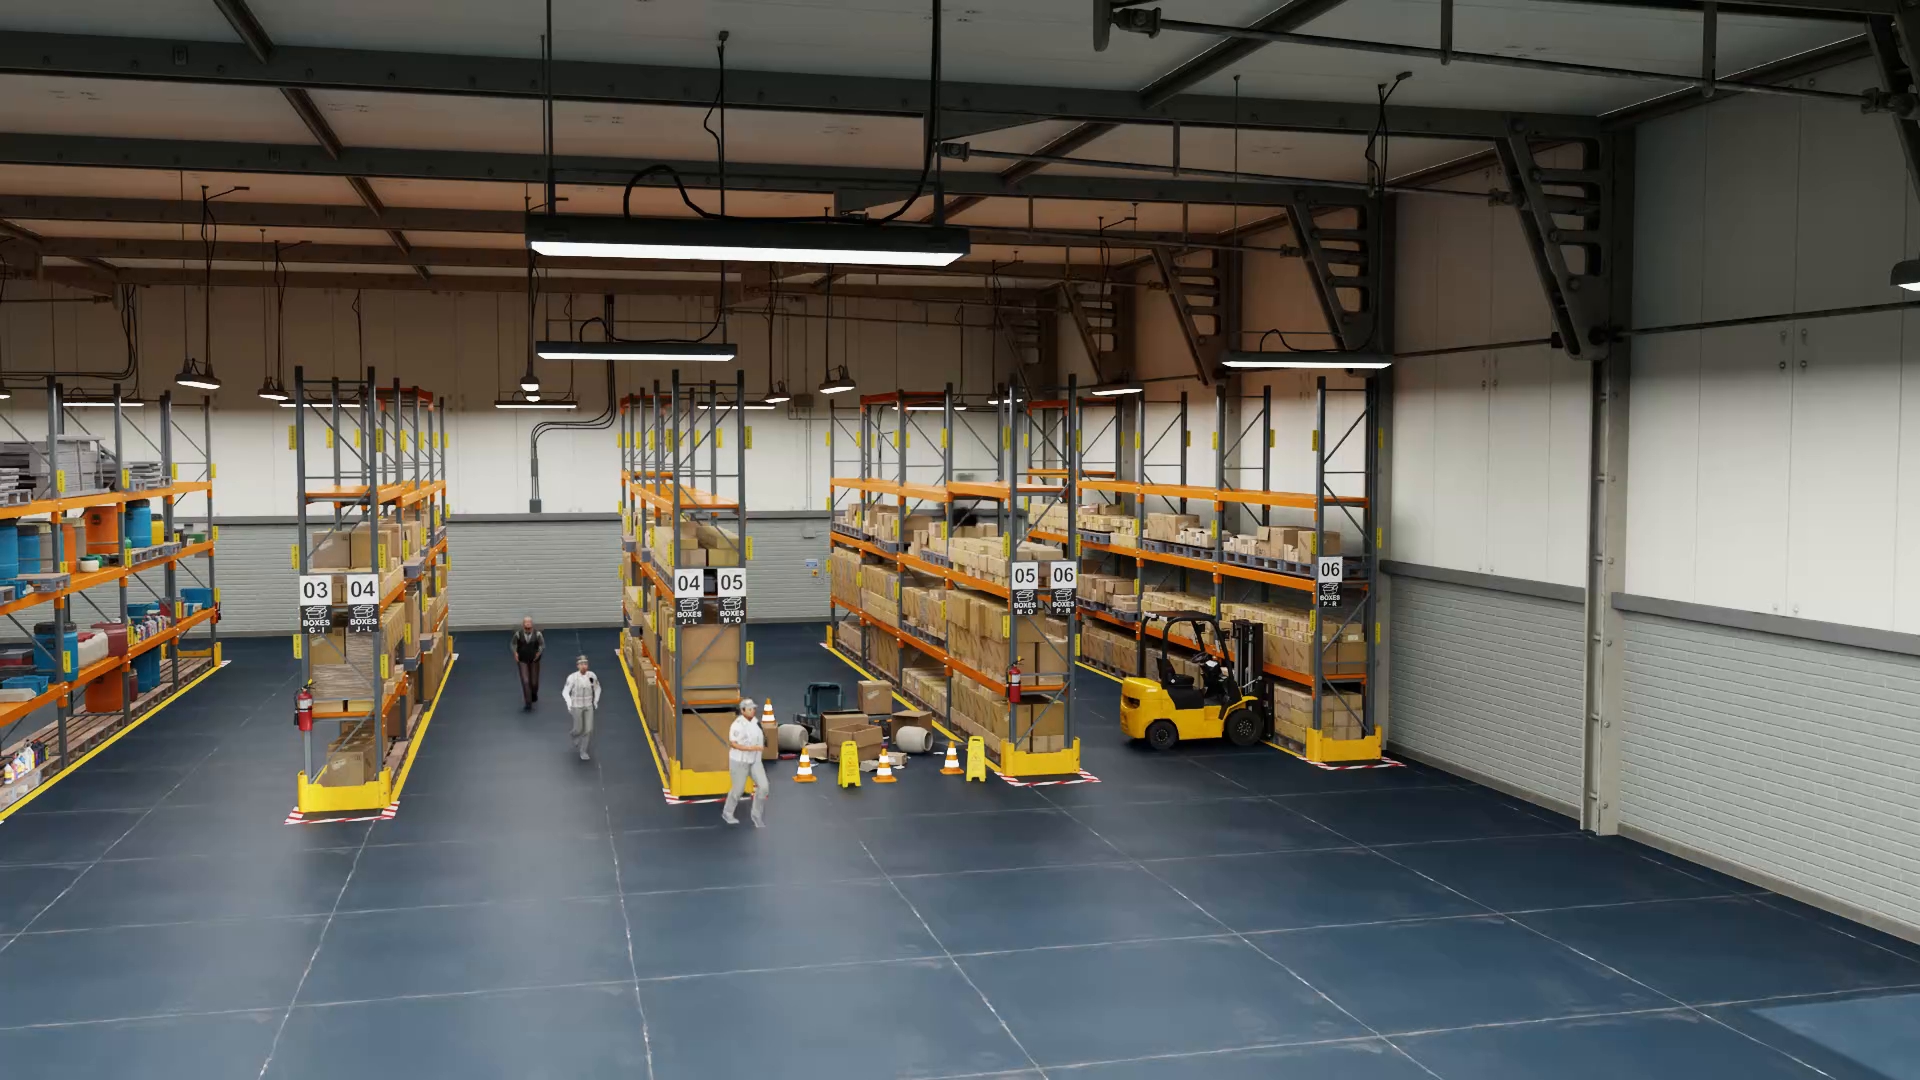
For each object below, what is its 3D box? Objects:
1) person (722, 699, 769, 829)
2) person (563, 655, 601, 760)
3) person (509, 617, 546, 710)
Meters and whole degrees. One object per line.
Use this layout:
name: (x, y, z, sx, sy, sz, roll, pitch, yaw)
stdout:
person: (-2.749, 2.914, 21.496, 0.715, 1.747, 0.612, 3, 4, 38)
person: (-5.975, 2.619, 26.292, 0.603, 1.648, 0.593, -2, 4, -24)
person: (-8.113, 2.294, 31.218, 0.671, 1.706, 0.692, -1, 4, -15)
